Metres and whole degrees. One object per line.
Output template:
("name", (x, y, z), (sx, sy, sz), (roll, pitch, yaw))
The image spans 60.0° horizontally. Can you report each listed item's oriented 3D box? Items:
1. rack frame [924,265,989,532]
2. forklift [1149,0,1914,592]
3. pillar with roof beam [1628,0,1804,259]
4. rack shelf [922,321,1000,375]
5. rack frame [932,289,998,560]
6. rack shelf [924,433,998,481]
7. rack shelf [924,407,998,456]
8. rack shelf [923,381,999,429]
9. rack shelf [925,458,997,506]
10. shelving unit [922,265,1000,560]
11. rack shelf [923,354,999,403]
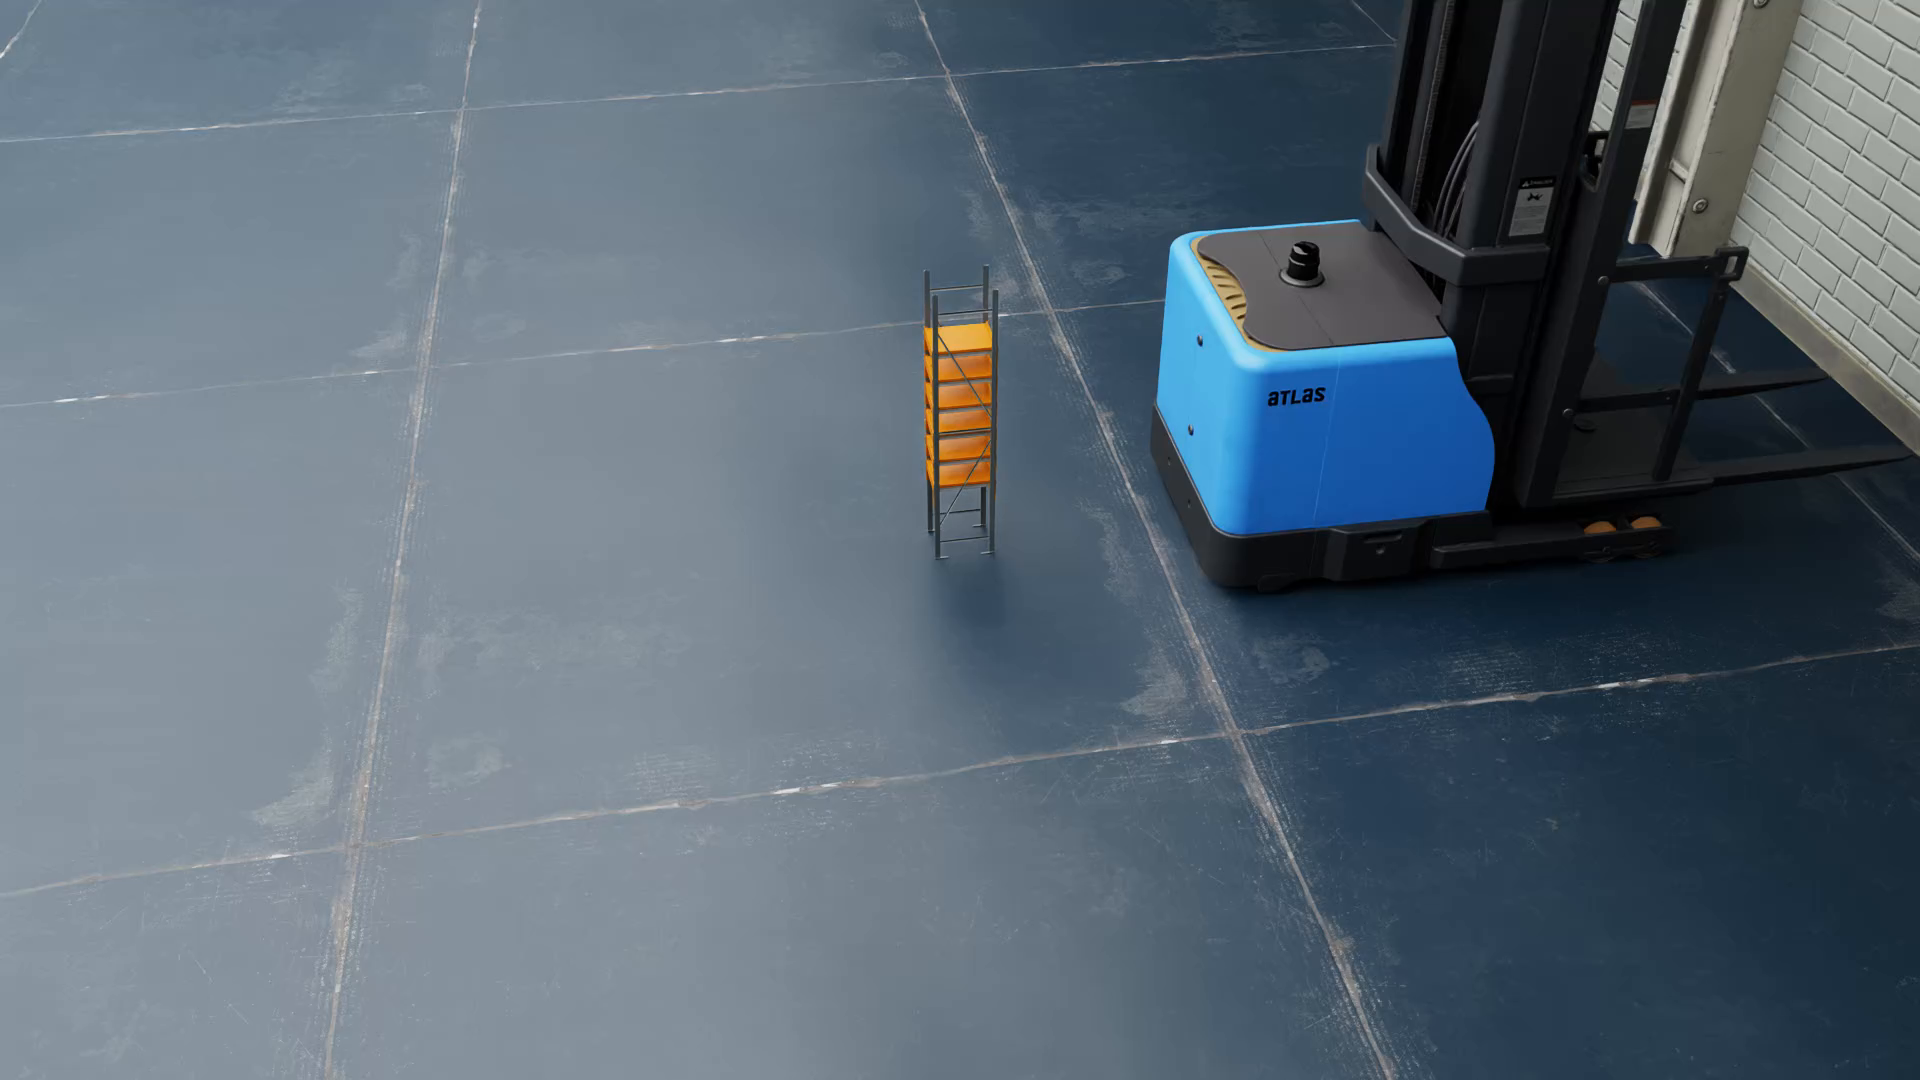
("rack frame", (-0.013, -0.520, 6.442), (0.240, 1.200, 0.006), (-6, 38, -8))
("forklift", (2.378, -1.381, 6.138), (3.031, 2.935, 1.130), (-6, 38, -8))
("pillar with roof beam", (-0.522, -4.578, 5.308), (9.100, 9.000, 0.400), (-6, 38, -8))
("rack shelf", (0.003, -0.714, 6.177), (0.258, 0.103, 0.180), (-6, 38, -8))
("rack frame", (0.019, -0.410, 6.300), (0.240, 1.200, 0.006), (-6, 38, -8))
("rack shelf", (0.003, -0.335, 6.472), (0.258, 0.103, 0.180), (-6, 38, -8))
("rack shelf", (0.003, -0.430, 6.398), (0.258, 0.103, 0.180), (-6, 38, -8))
("rack shelf", (0.003, -0.525, 6.324), (0.258, 0.103, 0.180), (-6, 38, -8))
("rack shelf", (0.003, -0.240, 6.545), (0.258, 0.103, 0.180), (-6, 38, -8))
("shelving unit", (0.003, -0.465, 6.371), (0.258, 1.200, 0.189), (-6, 38, -8))
("rack shelf", (0.003, -0.620, 6.251), (0.258, 0.103, 0.180), (-6, 38, -8))
